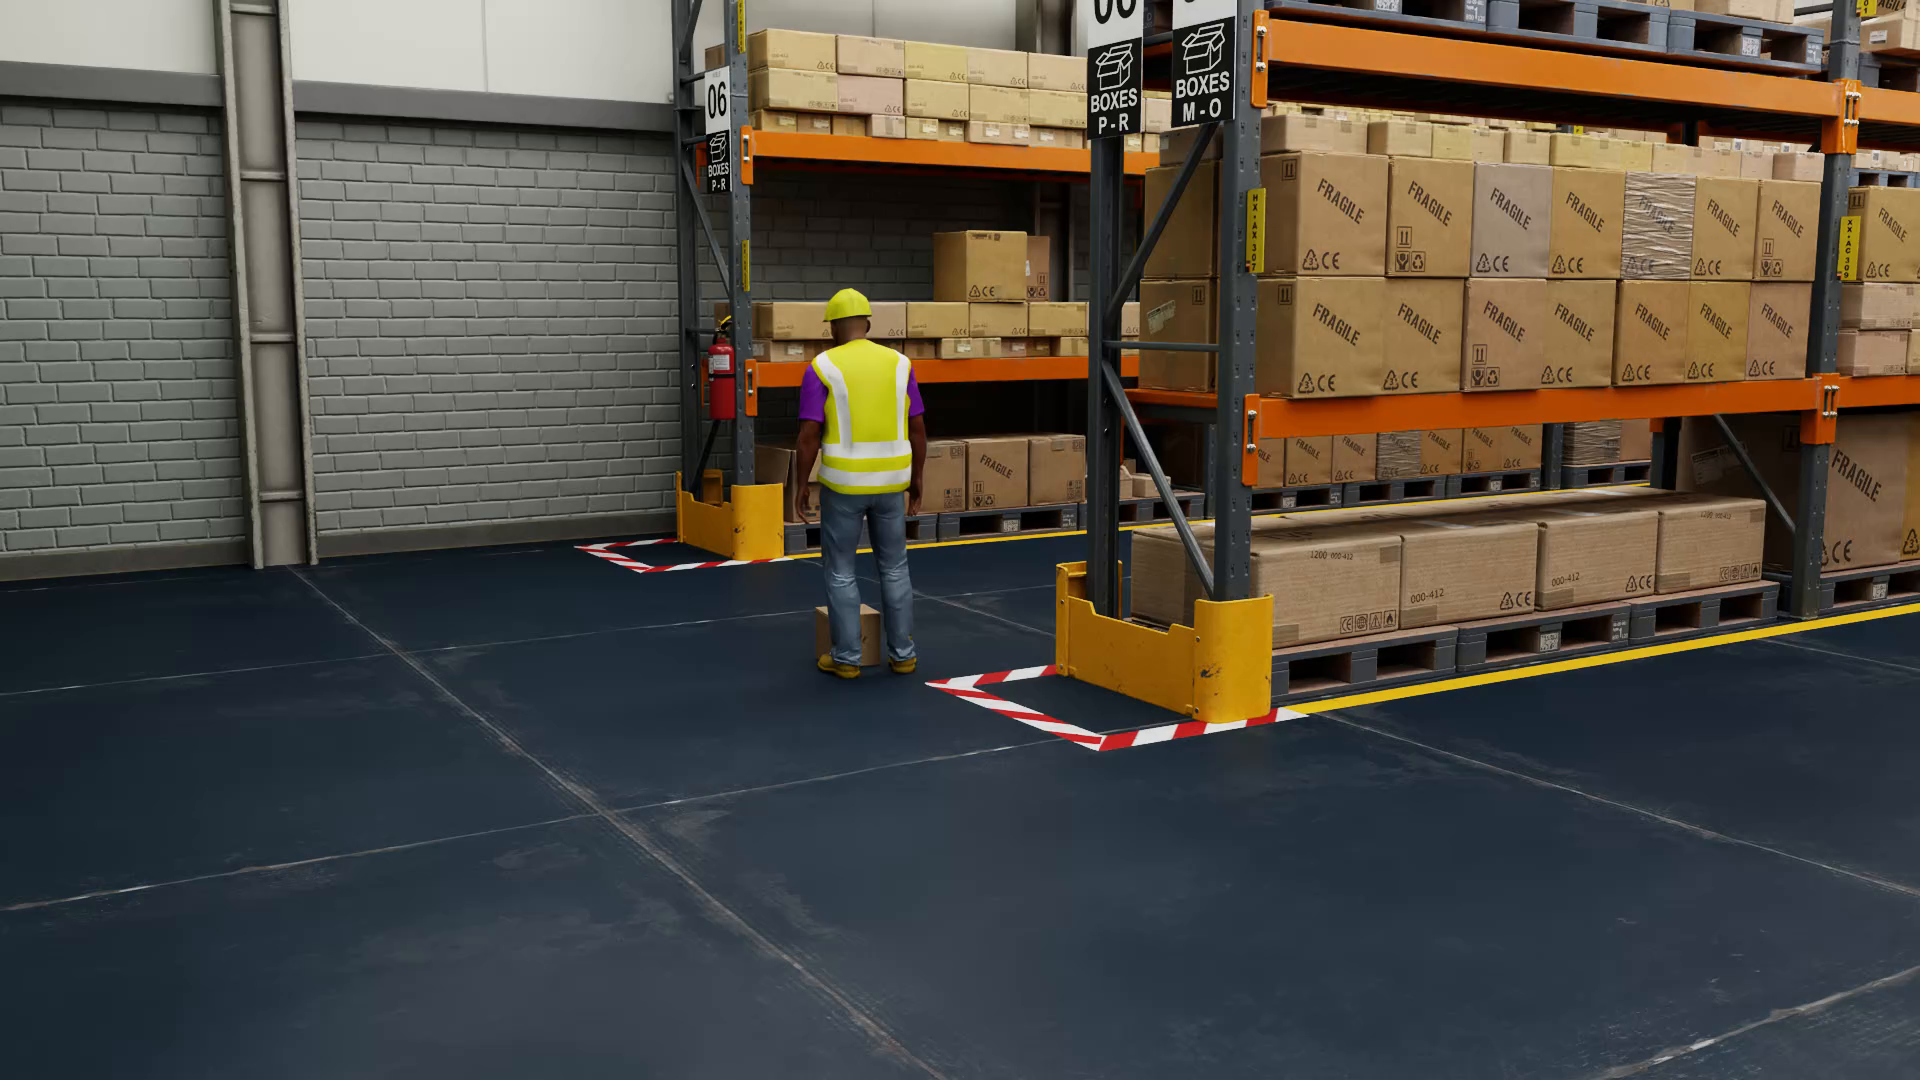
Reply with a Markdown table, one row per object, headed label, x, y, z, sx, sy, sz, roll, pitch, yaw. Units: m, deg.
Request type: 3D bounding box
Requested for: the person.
| label | x | y | z | sx | sy | sz | roll | pitch | yaw |
| --- | --- | --- | --- | --- | --- | --- | --- | --- | --- |
| person | -0.440 | -0.260 | 7.597 | 0.628 | 1.757 | 0.454 | -3 | 9 | -19 |
